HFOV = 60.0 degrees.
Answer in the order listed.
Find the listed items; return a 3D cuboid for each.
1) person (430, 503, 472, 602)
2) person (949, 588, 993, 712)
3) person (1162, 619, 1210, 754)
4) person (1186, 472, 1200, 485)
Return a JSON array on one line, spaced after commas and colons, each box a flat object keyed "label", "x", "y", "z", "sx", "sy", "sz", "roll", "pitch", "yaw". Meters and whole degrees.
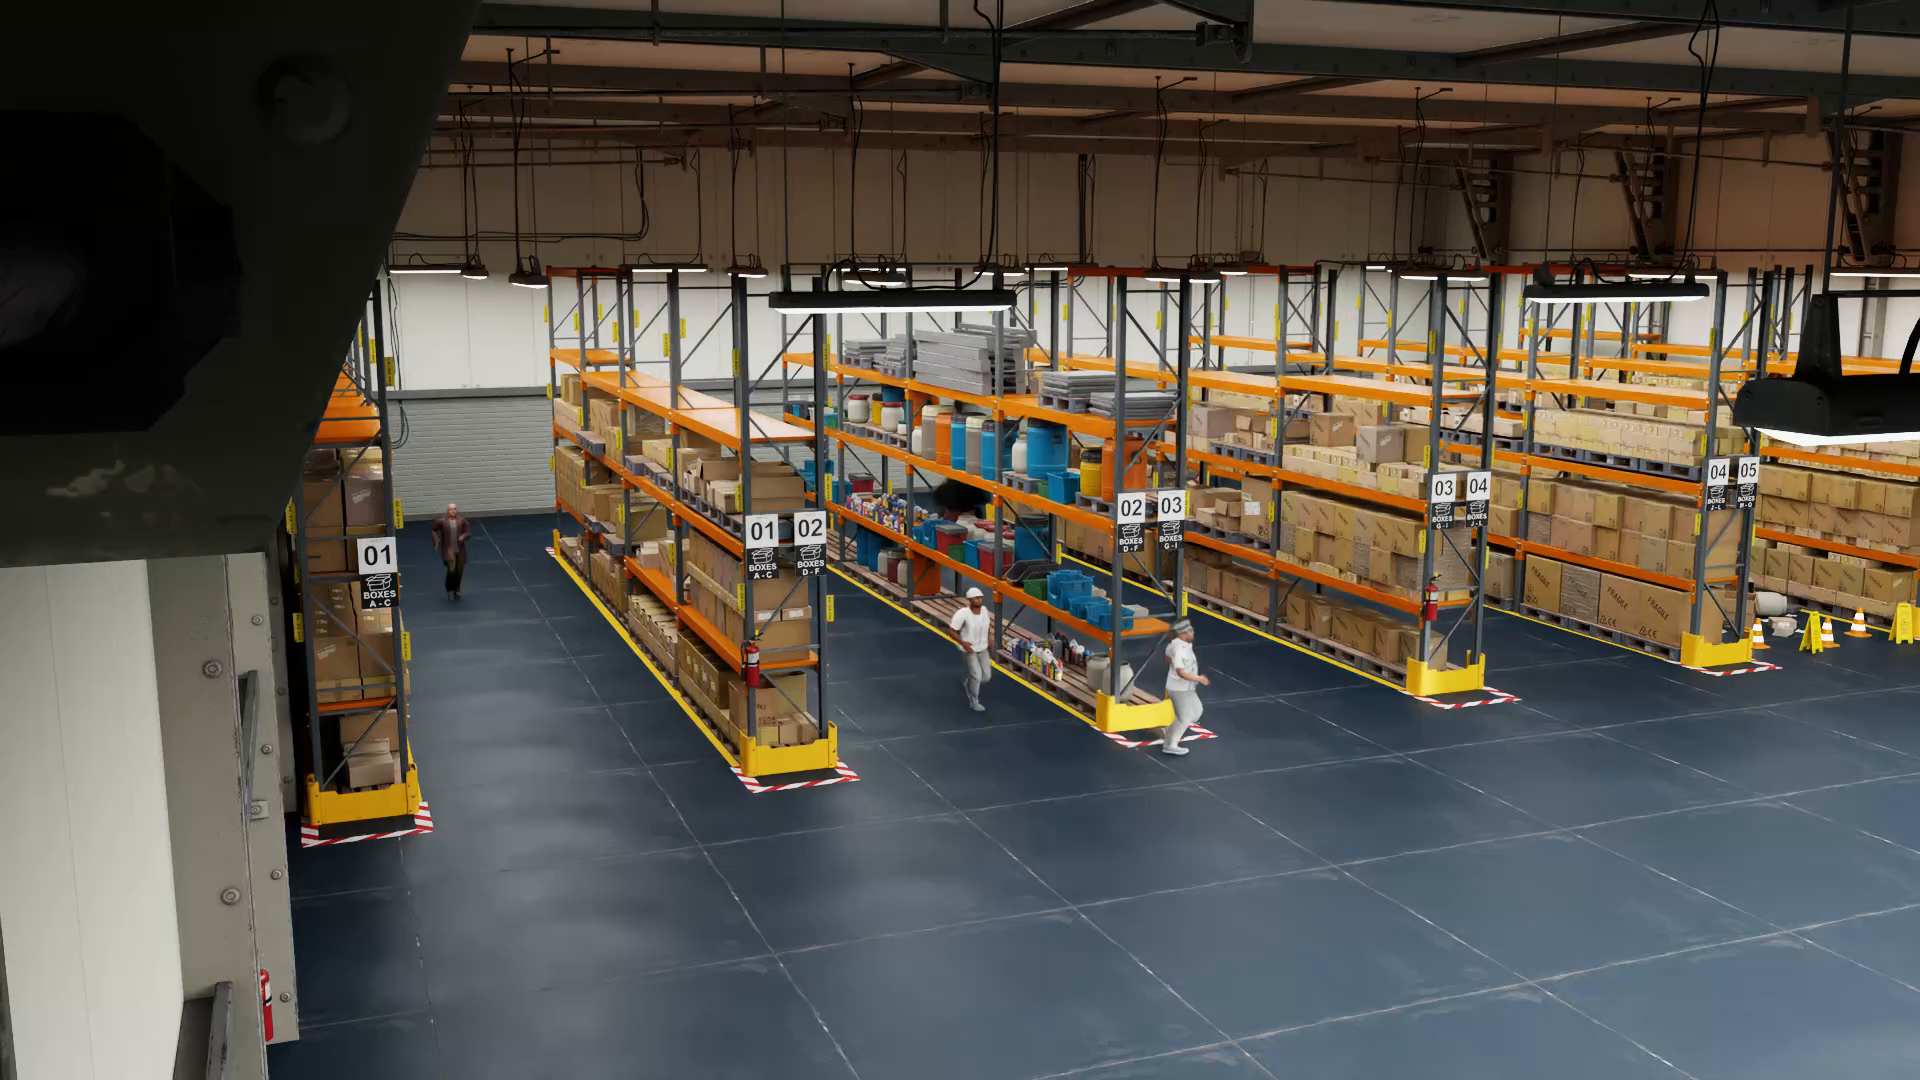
[{"label": "person", "x": -9.216, "y": 0.227, "z": 30.257, "sx": 0.676, "sy": 1.793, "sz": 0.765, "roll": -6, "pitch": 12, "yaw": -31}, {"label": "person", "x": 0.151, "y": 1.500, "z": 23.067, "sx": 0.708, "sy": 1.727, "sz": 0.585, "roll": -7, "pitch": 12, "yaw": -36}, {"label": "person", "x": 2.859, "y": 1.854, "z": 20.966, "sx": 0.580, "sy": 1.749, "sz": 0.674, "roll": 1, "pitch": 10, "yaw": 7}, {"label": "person", "x": 5.130, "y": -0.745, "z": 36.578, "sx": 0.646, "sy": 1.561, "sz": 0.751, "roll": -4, "pitch": 11, "yaw": -20}]
